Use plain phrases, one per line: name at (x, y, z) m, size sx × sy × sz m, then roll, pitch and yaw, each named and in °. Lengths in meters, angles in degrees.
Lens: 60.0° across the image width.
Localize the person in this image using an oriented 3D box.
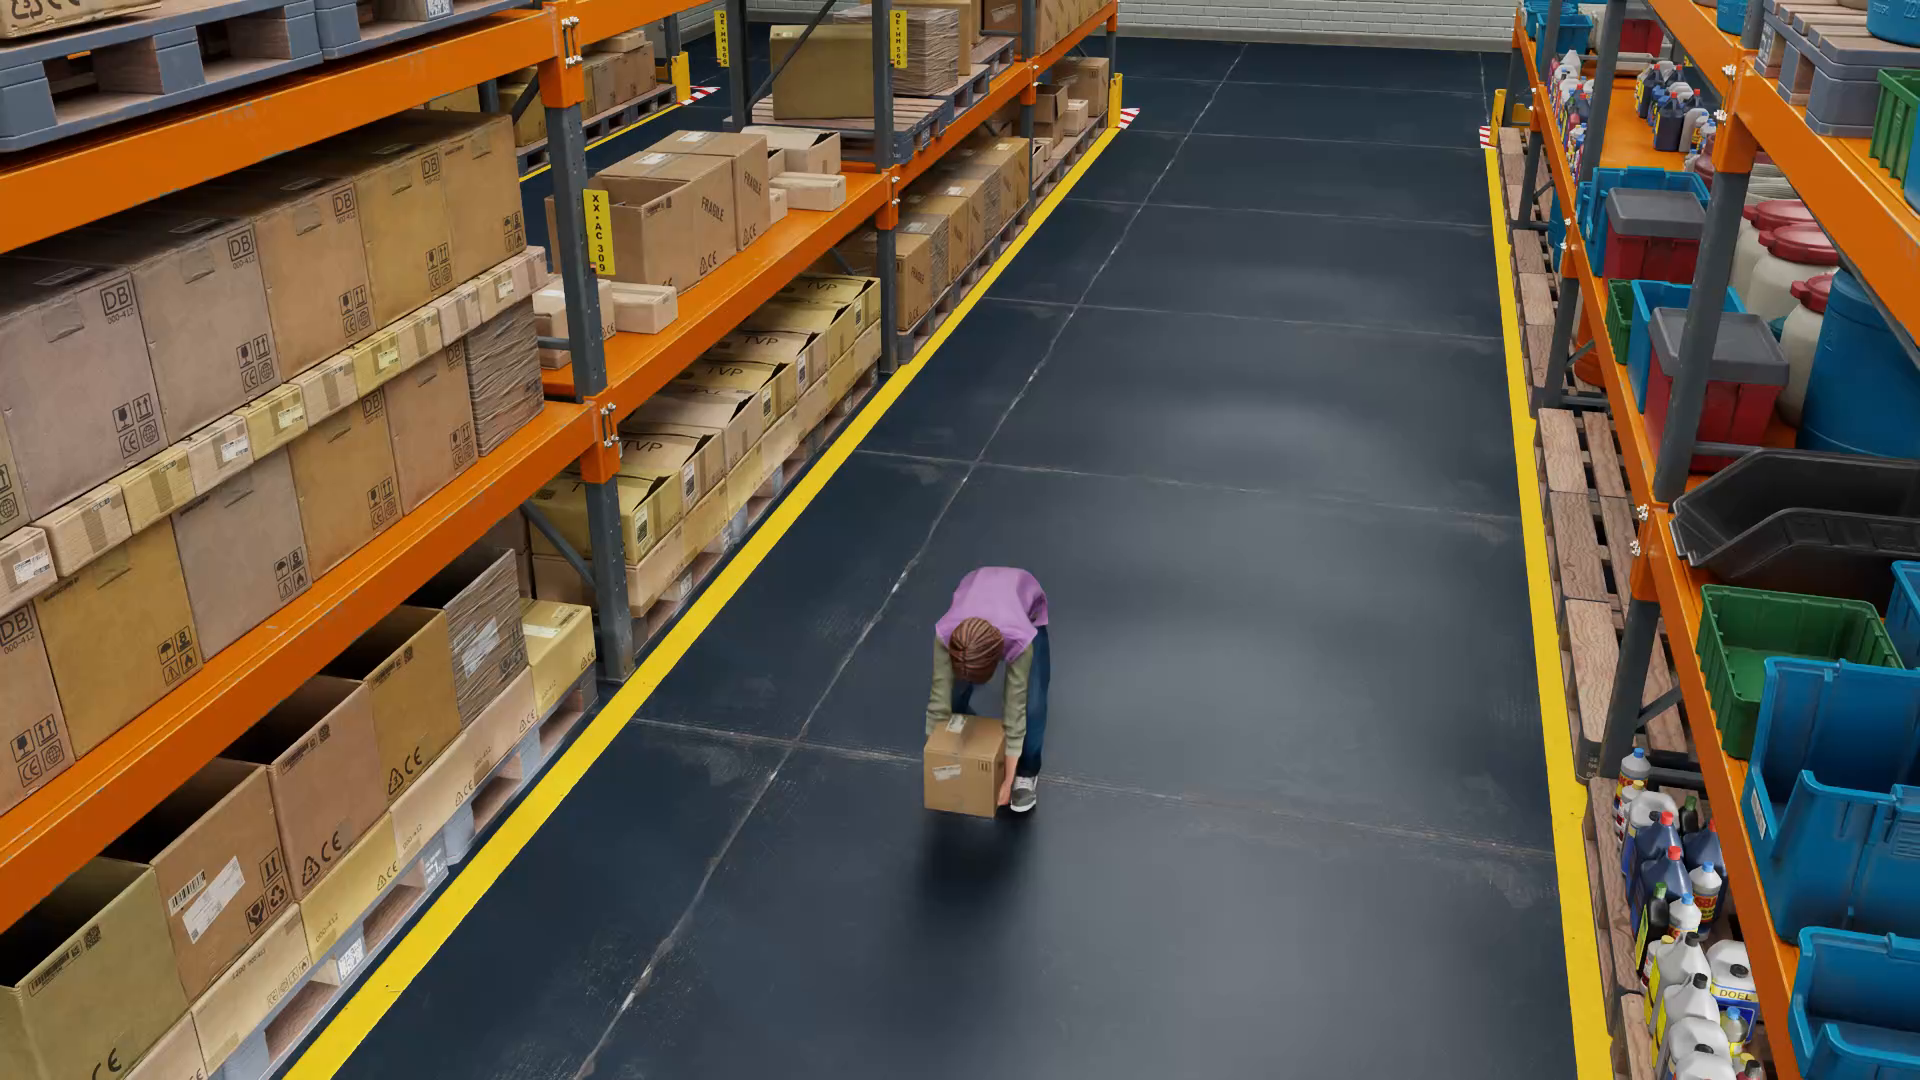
person at (0.105, 0.607, 6.083) m, size 0.417 × 0.972 × 0.859 m, roll 5°, pitch 26°, yaw 11°
